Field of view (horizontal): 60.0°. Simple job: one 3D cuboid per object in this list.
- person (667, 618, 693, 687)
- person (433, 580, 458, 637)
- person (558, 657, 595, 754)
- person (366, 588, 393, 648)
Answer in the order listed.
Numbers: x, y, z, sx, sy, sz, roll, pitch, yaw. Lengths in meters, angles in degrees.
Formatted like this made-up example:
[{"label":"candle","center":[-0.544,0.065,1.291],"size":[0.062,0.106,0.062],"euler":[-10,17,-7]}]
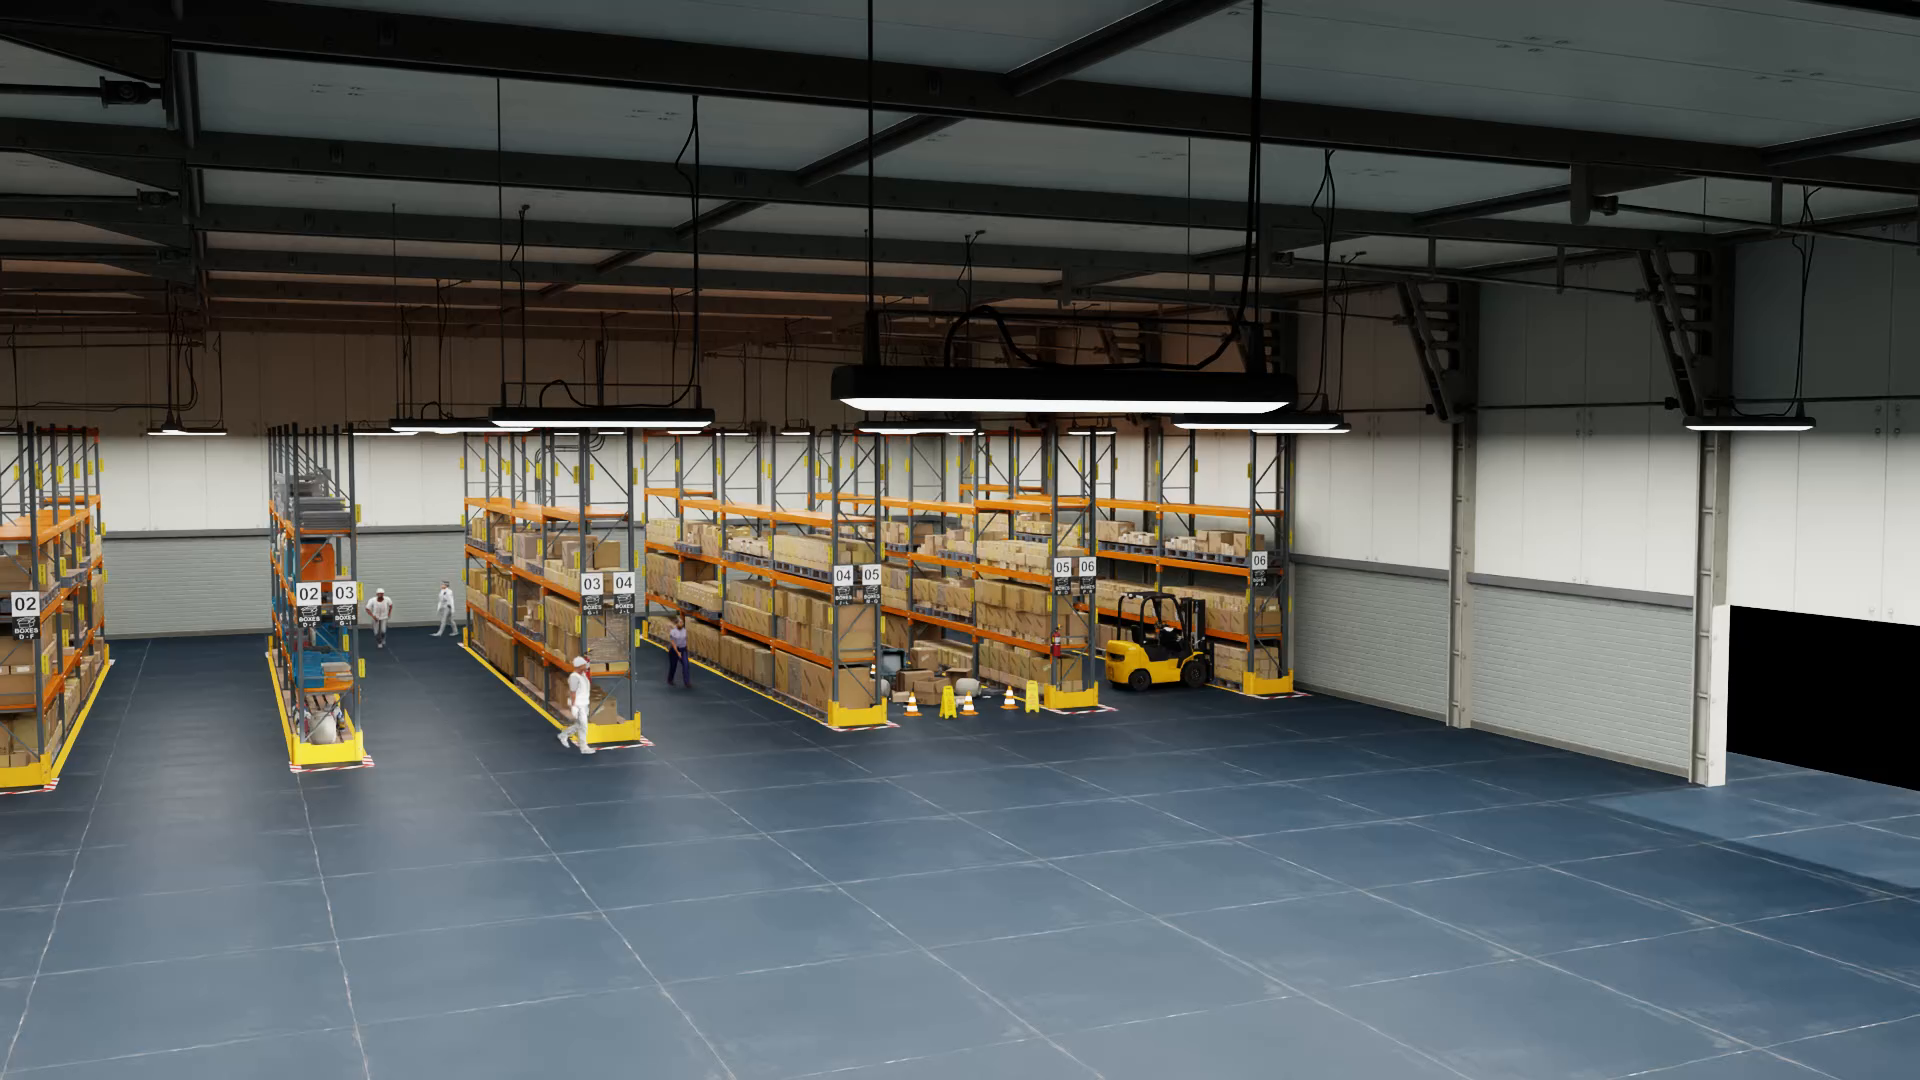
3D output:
[{"label":"person","center":[-6.439,2.577,38.267],"size":[0.480,1.584,0.984],"euler":[-3,4,-36]},{"label":"person","center":[-14.857,1.968,47.939],"size":[0.520,1.640,0.859],"euler":[3,5,43]},{"label":"person","center":[-6.970,2.986,30.160],"size":[0.827,1.765,0.566],"euler":[1,4,16]},{"label":"person","center":[-15.803,2.127,45.267],"size":[0.673,1.665,0.697],"euler":[-1,4,-16]}]
